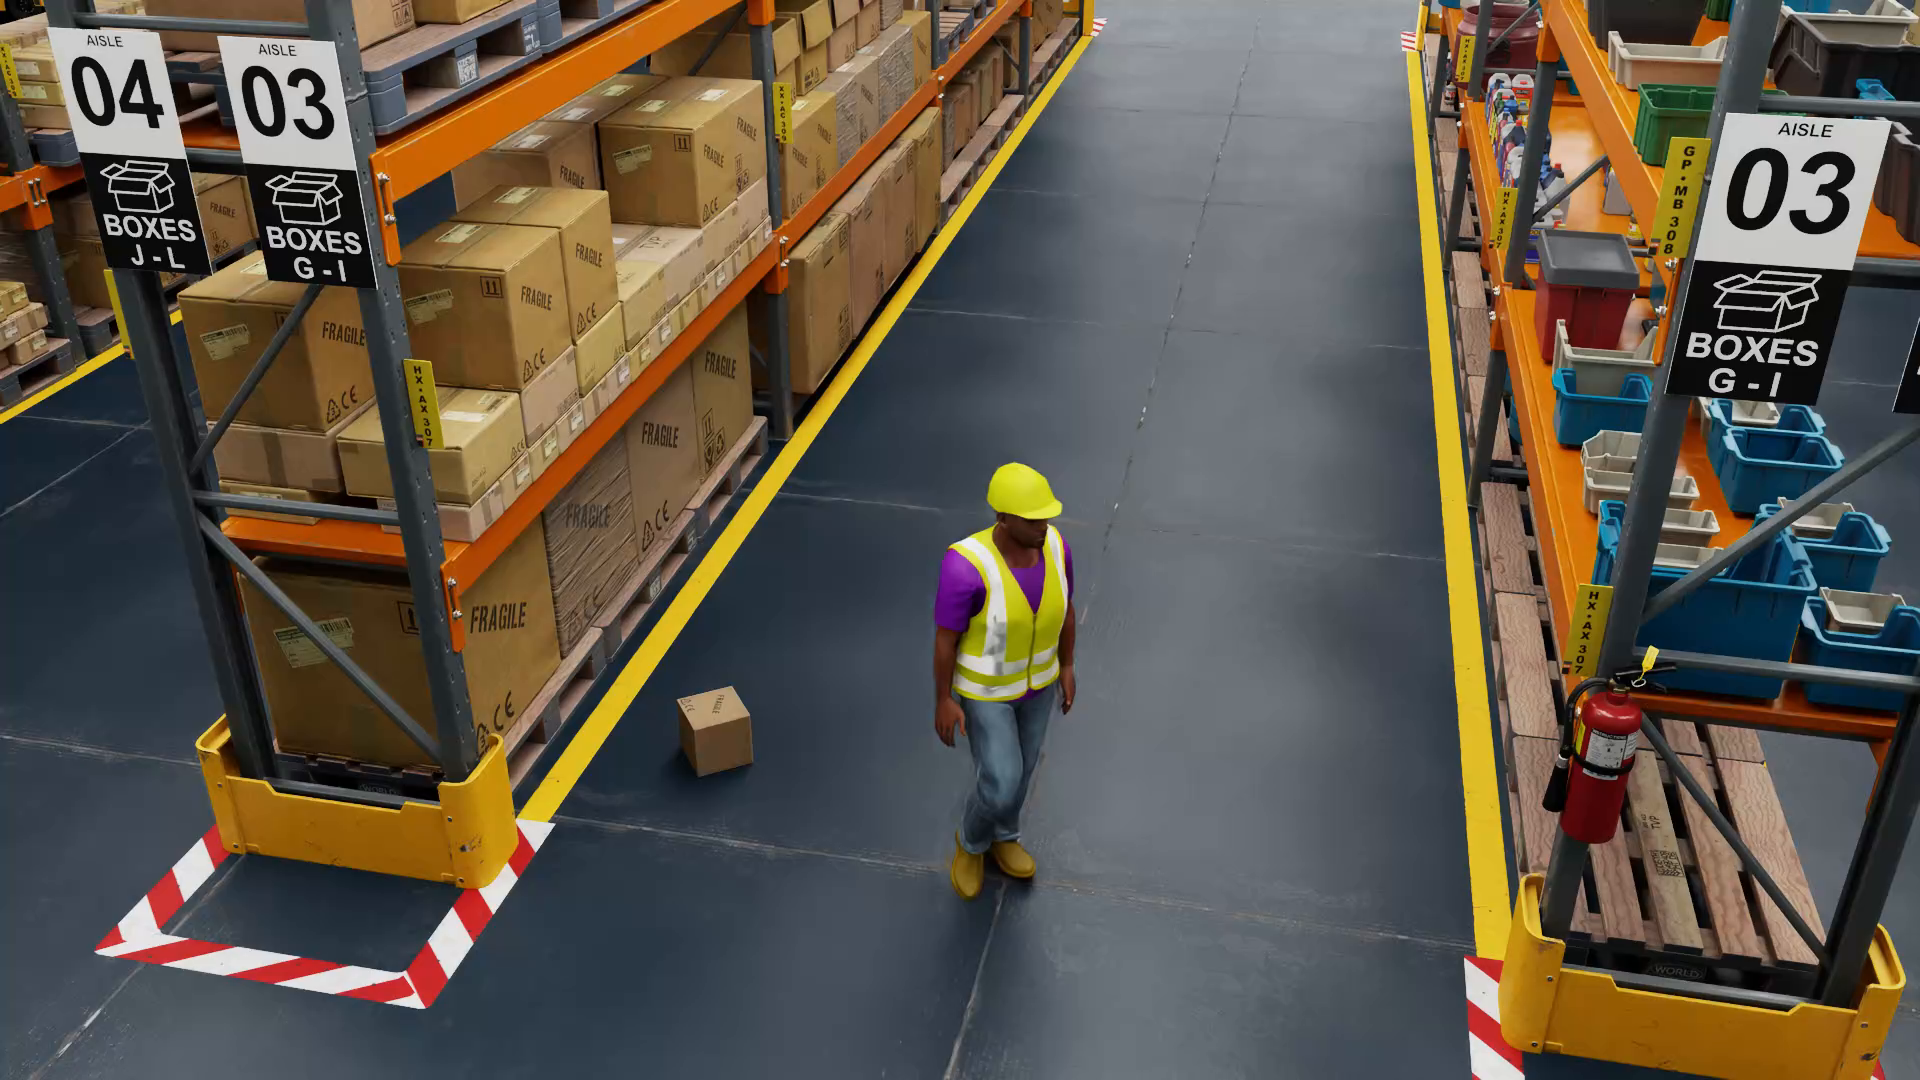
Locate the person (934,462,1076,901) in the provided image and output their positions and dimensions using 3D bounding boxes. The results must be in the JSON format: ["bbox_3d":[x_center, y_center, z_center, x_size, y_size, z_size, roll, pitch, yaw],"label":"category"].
[{"bbox_3d":[0.184,0.538,6.084,0.614,1.783,0.448,-20,34,-32],"label":"person"}]
